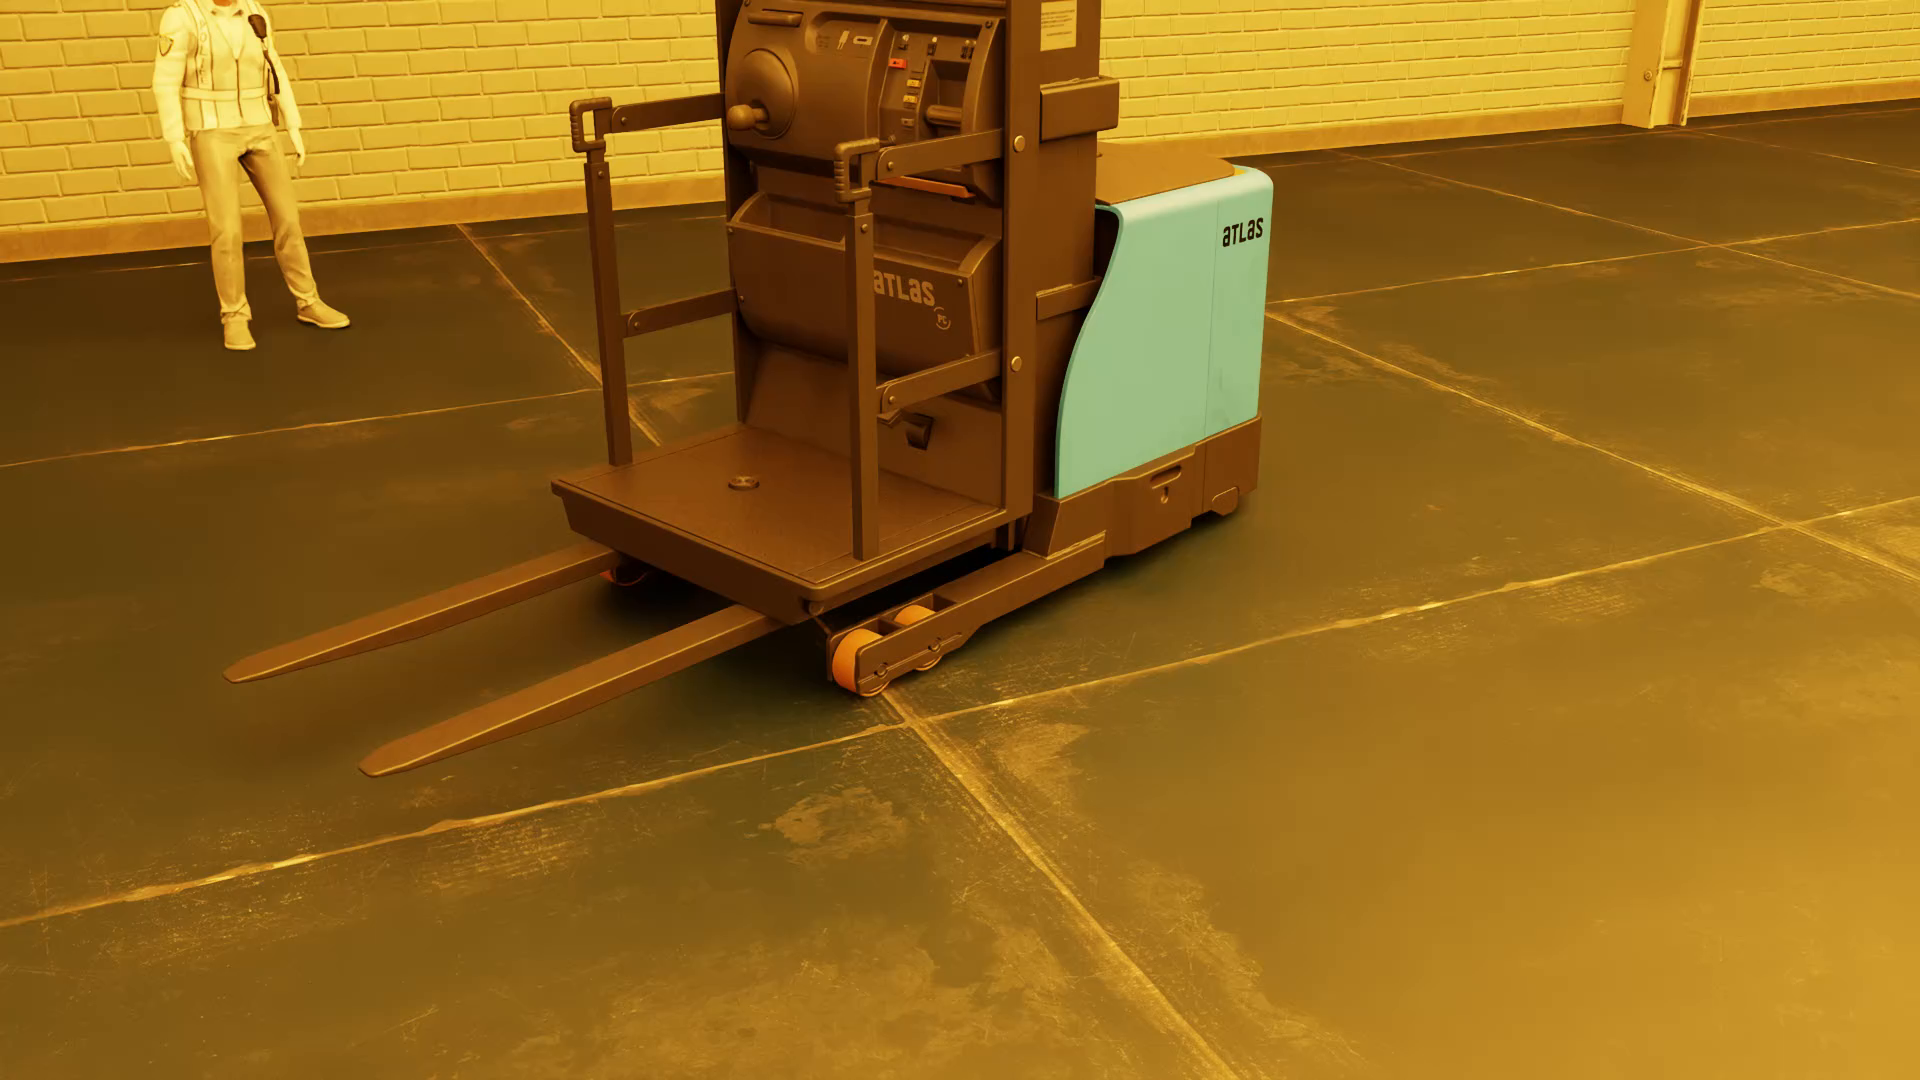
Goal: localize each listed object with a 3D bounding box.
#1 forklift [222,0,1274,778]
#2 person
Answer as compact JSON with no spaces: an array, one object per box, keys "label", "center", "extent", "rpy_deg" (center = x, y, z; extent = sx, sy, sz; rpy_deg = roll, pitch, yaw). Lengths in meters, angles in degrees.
[{"label":"forklift","center":[-0.413,-1.182,4.131],"extent":[1.130,2.935,3.031],"rpy_deg":[19,29,39]},{"label":"person","center":[-3.022,-1.674,6.975],"extent":[0.396,1.667,0.610],"rpy_deg":[19,29,38]}]
